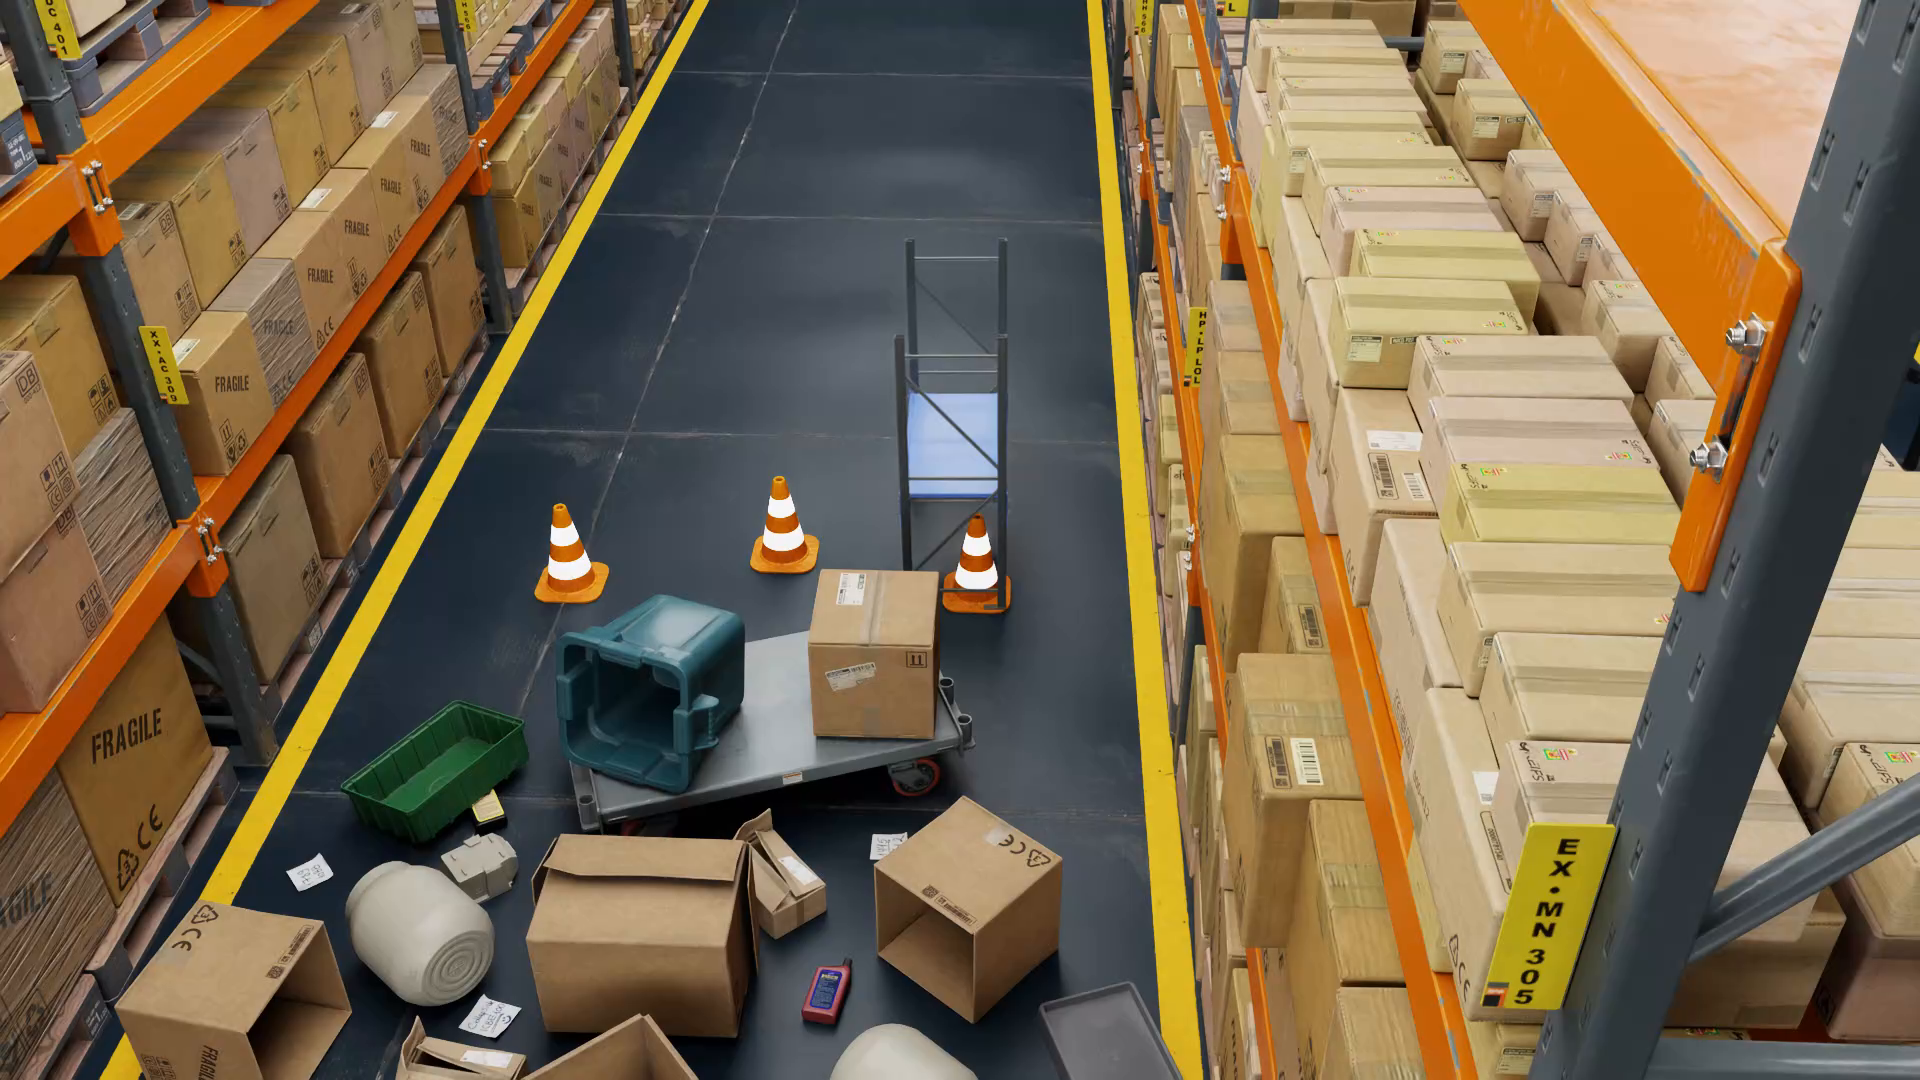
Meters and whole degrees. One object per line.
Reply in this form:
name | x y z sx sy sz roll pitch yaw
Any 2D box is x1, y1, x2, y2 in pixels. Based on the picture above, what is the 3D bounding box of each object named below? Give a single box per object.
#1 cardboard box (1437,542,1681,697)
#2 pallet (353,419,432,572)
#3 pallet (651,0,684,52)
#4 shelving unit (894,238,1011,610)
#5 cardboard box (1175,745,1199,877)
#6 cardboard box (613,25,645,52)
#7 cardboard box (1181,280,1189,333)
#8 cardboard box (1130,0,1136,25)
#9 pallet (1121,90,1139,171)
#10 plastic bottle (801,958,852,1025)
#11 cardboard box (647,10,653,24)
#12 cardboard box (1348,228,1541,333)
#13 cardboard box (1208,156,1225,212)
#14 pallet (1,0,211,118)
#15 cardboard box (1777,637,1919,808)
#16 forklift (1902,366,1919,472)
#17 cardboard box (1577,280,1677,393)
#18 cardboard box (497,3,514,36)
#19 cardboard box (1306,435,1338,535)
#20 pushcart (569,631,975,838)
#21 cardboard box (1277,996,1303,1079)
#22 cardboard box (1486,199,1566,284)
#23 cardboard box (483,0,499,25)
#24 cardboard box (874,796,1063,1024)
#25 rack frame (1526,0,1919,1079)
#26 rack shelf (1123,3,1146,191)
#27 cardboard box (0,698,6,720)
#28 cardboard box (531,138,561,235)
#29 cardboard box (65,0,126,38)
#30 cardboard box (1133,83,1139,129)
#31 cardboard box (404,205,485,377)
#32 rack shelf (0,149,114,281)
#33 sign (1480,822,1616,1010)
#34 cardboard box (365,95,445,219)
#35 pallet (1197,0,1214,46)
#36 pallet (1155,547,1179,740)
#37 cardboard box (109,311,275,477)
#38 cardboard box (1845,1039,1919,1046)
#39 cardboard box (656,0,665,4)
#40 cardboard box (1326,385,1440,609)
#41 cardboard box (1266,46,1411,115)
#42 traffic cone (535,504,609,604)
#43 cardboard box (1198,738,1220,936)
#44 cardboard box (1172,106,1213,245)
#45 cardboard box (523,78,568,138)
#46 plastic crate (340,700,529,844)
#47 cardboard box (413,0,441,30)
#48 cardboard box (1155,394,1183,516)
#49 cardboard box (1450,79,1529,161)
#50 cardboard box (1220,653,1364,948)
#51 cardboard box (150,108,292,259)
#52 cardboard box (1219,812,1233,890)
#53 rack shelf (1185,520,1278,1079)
cardboard box | 1.032 0.135 2.811 0.380 0.149 0.250 1 35 1
pallet | -3.515 -0.280 8.911 1.003 0.211 1.213 1 35 2
pallet | -3.157 -4.818 15.368 1.003 0.211 1.213 1 35 2
shelving unit | -0.021 -0.573 8.193 0.538 1.500 1.048 0 35 1
cardboard box | 1.140 1.069 6.592 0.500 0.250 0.500 0 35 0
cardboard box | -2.861 -4.198 13.915 0.380 0.149 0.250 3 35 4
cardboard box | 1.188 -1.035 7.412 0.380 0.149 0.250 2 35 2
cardboard box | 1.377 -3.532 10.808 0.500 0.250 0.500 0 35 1
pallet | 1.799 -3.227 13.104 1.003 0.211 1.213 1 35 2
plastic bottle | -0.492 1.683 6.248 0.133 0.061 0.283 7 36 10
cardboard box | -2.955 -4.676 14.855 0.380 0.149 0.250 0 35 0
cardboard box | 1.115 -0.599 3.856 0.380 0.149 0.250 2 35 3
cardboard box | 1.241 -1.484 6.923 0.380 0.149 0.250 0 35 1
pallet | -3.529 -1.950 6.420 0.805 0.209 1.217 0 35 0
cardboard box | 1.485 0.286 2.597 0.380 0.149 0.250 1 35 2
forklift | 3.875 -0.702 7.145 3.031 2.935 1.130 24 42 30
cardboard box | 1.583 -0.443 3.633 0.380 0.149 0.250 2 35 3
cardboard box | -3.106 -3.357 10.717 0.380 0.149 0.250 3 35 4
cardboard box | 1.025 -0.138 3.894 0.380 0.149 0.250 1 35 1
pushcart | -0.847 0.832 7.184 1.648 0.377 0.936 -10 36 -14
cardboard box | 1.044 1.313 3.874 0.500 0.500 0.500 1 35 2
cardboard box | 1.631 -0.662 4.292 0.500 0.250 0.500 1 35 1
cardboard box | -3.120 -3.345 10.441 0.380 0.149 0.250 0 35 0
cardboard box | 0.031 1.389 6.283 0.500 0.500 0.500 28 44 33
rack frame | 1.276 -0.373 1.401 0.949 2.616 0.053 1 35 2
rack shelf | 1.675 -3.370 11.508 1.077 0.370 4.000 1 35 2
cardboard box | -3.658 0.502 5.243 0.875 0.550 0.550 1 35 2
cardboard box | -3.056 -2.410 11.325 0.500 0.500 0.500 2 35 2
cardboard box | -3.243 -1.999 5.988 0.258 0.266 0.396 1 35 1
cardboard box | 1.810 -3.758 12.917 0.875 0.875 0.875 2 35 3
cardboard box | -3.470 -1.475 9.777 1.050 0.750 0.750 1 35 1
rack shelf | -3.597 -0.057 4.185 1.077 0.370 4.000 1 35 2
sign | 0.719 0.467 2.044 0.100 0.325 0.005 1 35 2
cardboard box | -3.127 -2.061 8.933 0.500 0.500 0.500 1 35 2
pallet | 1.603 -2.316 6.937 1.213 0.211 1.003 1 35 2
pallet | 1.463 0.476 7.834 1.003 0.211 1.213 1 35 2
cardboard box | -3.227 -0.610 6.868 0.500 0.500 0.500 2 35 2
cardboard box | 1.611 0.773 2.596 0.380 0.149 0.250 1 35 2
cardboard box | -2.845 -4.942 14.974 0.380 0.149 0.250 1 35 2
cardboard box | 1.062 -0.094 3.484 0.500 0.250 0.500 2 35 3
cardboard box | 1.113 -1.344 4.916 0.380 0.149 0.250 2 35 3
traffic cone | -1.954 0.029 8.252 0.336 0.463 0.334 1 35 2
cardboard box | 1.130 1.070 5.939 0.500 0.500 0.500 3 35 4
cardboard box | 1.288 -1.705 7.802 0.500 0.500 0.500 0 35 0
cardboard box | -3.033 -2.993 11.503 0.500 0.250 0.500 2 35 2
plastic crate | -2.215 0.984 7.083 0.450 0.188 0.662 11 35 32
cardboard box | -3.144 -3.148 9.901 0.380 0.149 0.250 1 35 2
cardboard box | 1.504 -0.428 8.616 0.950 0.372 0.625 2 35 3
cardboard box | 1.605 -1.182 4.685 0.380 0.149 0.250 2 35 3
cardboard box | 1.021 0.625 3.983 0.700 0.500 0.500 1 35 1
cardboard box | -3.463 -1.595 7.400 0.700 0.500 0.500 2 35 2
cardboard box | 1.048 1.017 5.450 0.380 0.149 0.250 3 35 5
rack shelf | 1.353 1.226 4.968 1.077 0.370 4.000 1 35 2
